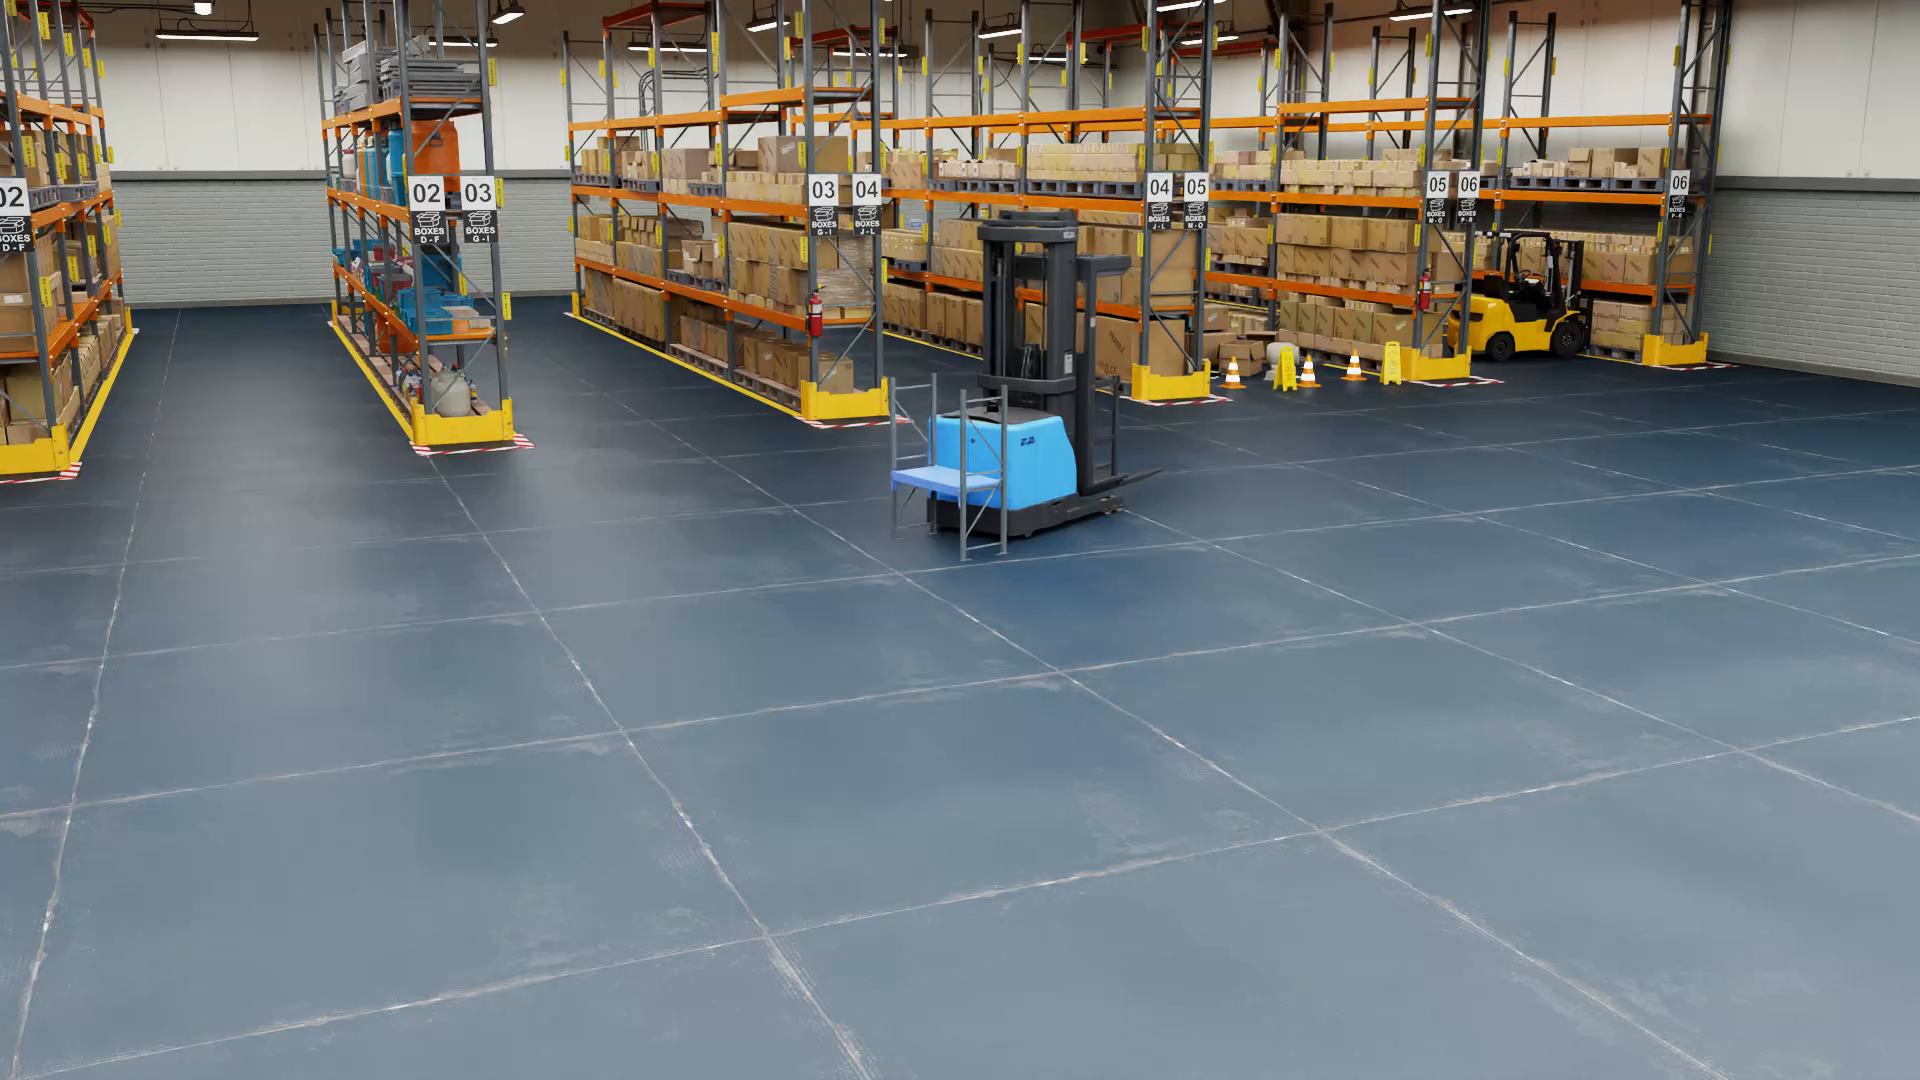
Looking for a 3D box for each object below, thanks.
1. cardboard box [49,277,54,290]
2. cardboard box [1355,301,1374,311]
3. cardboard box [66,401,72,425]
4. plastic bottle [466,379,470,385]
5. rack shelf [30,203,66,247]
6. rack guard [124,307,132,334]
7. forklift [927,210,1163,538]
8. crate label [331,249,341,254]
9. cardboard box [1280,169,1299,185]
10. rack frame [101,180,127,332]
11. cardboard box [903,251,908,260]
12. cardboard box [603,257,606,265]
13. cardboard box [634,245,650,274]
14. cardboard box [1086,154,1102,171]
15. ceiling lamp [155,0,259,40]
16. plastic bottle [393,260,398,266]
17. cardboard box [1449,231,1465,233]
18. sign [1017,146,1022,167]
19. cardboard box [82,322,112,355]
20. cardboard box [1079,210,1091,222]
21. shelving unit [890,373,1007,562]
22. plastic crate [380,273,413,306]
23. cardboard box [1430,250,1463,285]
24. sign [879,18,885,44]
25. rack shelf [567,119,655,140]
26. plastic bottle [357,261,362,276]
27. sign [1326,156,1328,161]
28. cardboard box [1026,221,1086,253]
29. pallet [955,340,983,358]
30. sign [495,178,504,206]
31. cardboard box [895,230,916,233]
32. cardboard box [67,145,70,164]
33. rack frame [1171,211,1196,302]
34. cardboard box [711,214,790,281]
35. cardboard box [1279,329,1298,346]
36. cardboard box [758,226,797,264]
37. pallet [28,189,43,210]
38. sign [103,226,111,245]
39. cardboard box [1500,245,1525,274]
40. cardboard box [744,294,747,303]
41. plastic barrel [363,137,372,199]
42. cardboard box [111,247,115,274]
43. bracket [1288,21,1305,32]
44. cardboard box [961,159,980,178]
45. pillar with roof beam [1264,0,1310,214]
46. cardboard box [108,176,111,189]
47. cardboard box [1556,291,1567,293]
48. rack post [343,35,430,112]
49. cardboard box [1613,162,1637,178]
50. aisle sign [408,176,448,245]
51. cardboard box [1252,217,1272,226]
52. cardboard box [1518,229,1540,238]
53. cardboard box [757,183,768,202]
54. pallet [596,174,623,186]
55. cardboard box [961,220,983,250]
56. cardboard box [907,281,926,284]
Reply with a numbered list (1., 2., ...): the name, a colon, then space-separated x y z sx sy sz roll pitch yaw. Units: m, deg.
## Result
1. cardboard box: -11.491 -3.176 20.660 0.380 0.149 0.250 -6 14 -23
2. cardboard box: 6.693 -3.831 27.217 0.380 0.149 0.250 -5 14 -22
3. cardboard box: -11.210 -1.538 20.409 0.500 0.250 0.500 -6 14 -23
4. plastic bottle: -6.637 -2.037 22.475 0.097 0.271 0.097 0 13 0
5. rack shelf: -11.400 -3.756 19.770 1.077 0.370 4.000 -6 14 -23
6. rack guard: -16.978 -4.304 32.738 1.175 0.500 0.348 -6 14 -23
7. forklift: 0.967 -1.729 16.219 1.130 2.935 3.031 9 16 35
8. crate label: -12.671 -5.851 34.117 0.416 0.233 0.303 -6 14 -23
9. cardboard box: 5.882 -6.265 28.688 0.500 0.250 0.500 -6 14 -24
10. rack frame: -17.009 -5.538 32.524 1.000 3.000 0.127 -6 14 -23
11. cardboard box: -0.857 -5.400 31.555 0.380 0.149 0.250 -6 14 -23
12. cardboard box: -6.956 -5.622 33.448 0.380 0.149 0.250 -6 14 -24
13. cardboard box: -5.759 -5.223 30.942 0.500 0.500 0.500 -5 14 -22
14. cardboard box: 2.212 -5.623 24.759 0.500 0.250 0.500 -6 14 -23
15. ceiling lamp: -15.790 -12.084 34.559 2.000 3.185 0.800 -6 14 -23
16. plastic bottle: -9.842 -4.704 29.033 0.144 0.351 0.185 -6 14 -23
17. cardboard box: 9.991 -6.073 33.175 0.380 0.149 0.250 -5 14 -22
18. sign: 0.968 -6.195 26.868 0.100 0.325 0.005 -6 14 -23
19. cardboard box: -14.349 -3.320 27.512 0.500 0.500 0.500 -6 14 -25
20. cardboard box: 2.894 -6.817 35.611 0.500 0.500 0.500 -6 14 -23
21. shelving unit: -0.110 -0.666 14.802 0.538 1.500 1.048 -10 16 -37
22. plastic crate: -8.136 -3.609 24.048 0.402 0.464 0.583 -6 14 -23
23. cardboard box: 7.623 -4.338 26.458 0.500 0.500 0.500 -6 14 -24
24. sign: -1.024 -6.591 21.525 0.100 0.325 0.005 -6 14 -23
25. rack shelf: -7.129 -8.396 34.051 1.077 0.370 4.000 -6 14 -23
26. plastic bottle: -10.428 -4.691 28.976 0.144 0.351 0.185 -6 14 -23
27. sign: 6.451 -6.611 29.364 0.100 0.325 0.005 -6 14 -23
28. cardboard box: 1.578 -4.899 27.039 0.875 0.550 0.550 -6 14 -23
29. pallet: 0.591 -3.426 29.585 1.003 0.211 1.213 -6 14 -23
30. sign: -5.553 -4.193 20.043 0.100 0.325 0.005 -6 14 -23
31. cardboard box: -1.088 -6.176 33.588 0.380 0.149 0.250 -6 14 -23
32. cardboard box: -14.735 -6.089 26.877 0.600 0.600 0.600 -6 14 -25
33. rack frame: 4.354 -5.674 33.113 1.000 3.000 0.127 -6 14 -23
34. cardboard box: -3.313 -4.626 26.324 1.000 1.000 1.000 -6 14 -23
35. cardboard box: 5.946 -3.566 29.173 0.500 0.250 0.500 -6 14 -26
36. cardboard box: -2.564 -4.208 23.682 0.500 0.500 0.500 -6 14 -23
37. pallet: -10.859 -3.799 18.555 1.003 0.211 1.213 -6 14 -23
38. sign: -14.899 -5.326 29.043 0.100 0.325 0.005 -6 14 -23
39. cardboard box: 10.442 -5.230 30.974 0.500 0.500 0.500 -6 14 -25
40. cardboard box: -2.990 -3.606 24.734 0.380 0.149 0.250 -6 14 -23
41. plastic barrel: -8.588 -5.566 24.884 0.600 0.901 0.708 -6 14 -23
42. cardboard box: -15.767 -5.099 30.407 0.500 0.500 0.500 -6 14 -23
43. bracket: 7.687 -11.733 38.006 0.235 0.232 0.430 -6 14 -23
44. cardboard box: 0.354 -6.498 29.067 0.500 0.311 0.500 -6 14 -24
45. pillar with roof beam: 3.901 -9.709 37.241 9.100 9.000 0.548 -6 14 -23
46. cardboard box: -16.561 -6.844 31.847 0.500 0.250 0.500 -6 14 -23
47. cardboard box: 11.094 -4.461 30.823 0.500 0.250 0.500 -6 14 -24
48. rack post: -8.529 -6.924 24.767 1.013 1.000 3.121 -6 14 -23
49. cardboard box: 11.394 -6.316 28.378 0.396 0.266 0.258 -6 14 -23
50. aisle sign: -6.303 -3.903 19.698 0.394 0.787 0.004 -6 14 -23
51. cardboard box: 5.563 -5.906 30.865 0.380 0.149 0.250 -5 14 -20
52. cardboard box: 10.563 -5.669 30.773 0.380 0.149 0.250 -5 14 -22
53. cardboard box: -2.553 -4.904 23.466 0.500 0.250 0.500 -6 14 -24
54. pallet: -6.646 -7.193 33.222 1.003 0.211 1.213 -6 14 -23
55. cardboard box: 0.441 -5.438 29.654 0.700 0.500 0.500 -6 14 -24
56. cardboard box: -0.794 -5.038 33.315 0.500 0.250 0.500 -6 14 -25
